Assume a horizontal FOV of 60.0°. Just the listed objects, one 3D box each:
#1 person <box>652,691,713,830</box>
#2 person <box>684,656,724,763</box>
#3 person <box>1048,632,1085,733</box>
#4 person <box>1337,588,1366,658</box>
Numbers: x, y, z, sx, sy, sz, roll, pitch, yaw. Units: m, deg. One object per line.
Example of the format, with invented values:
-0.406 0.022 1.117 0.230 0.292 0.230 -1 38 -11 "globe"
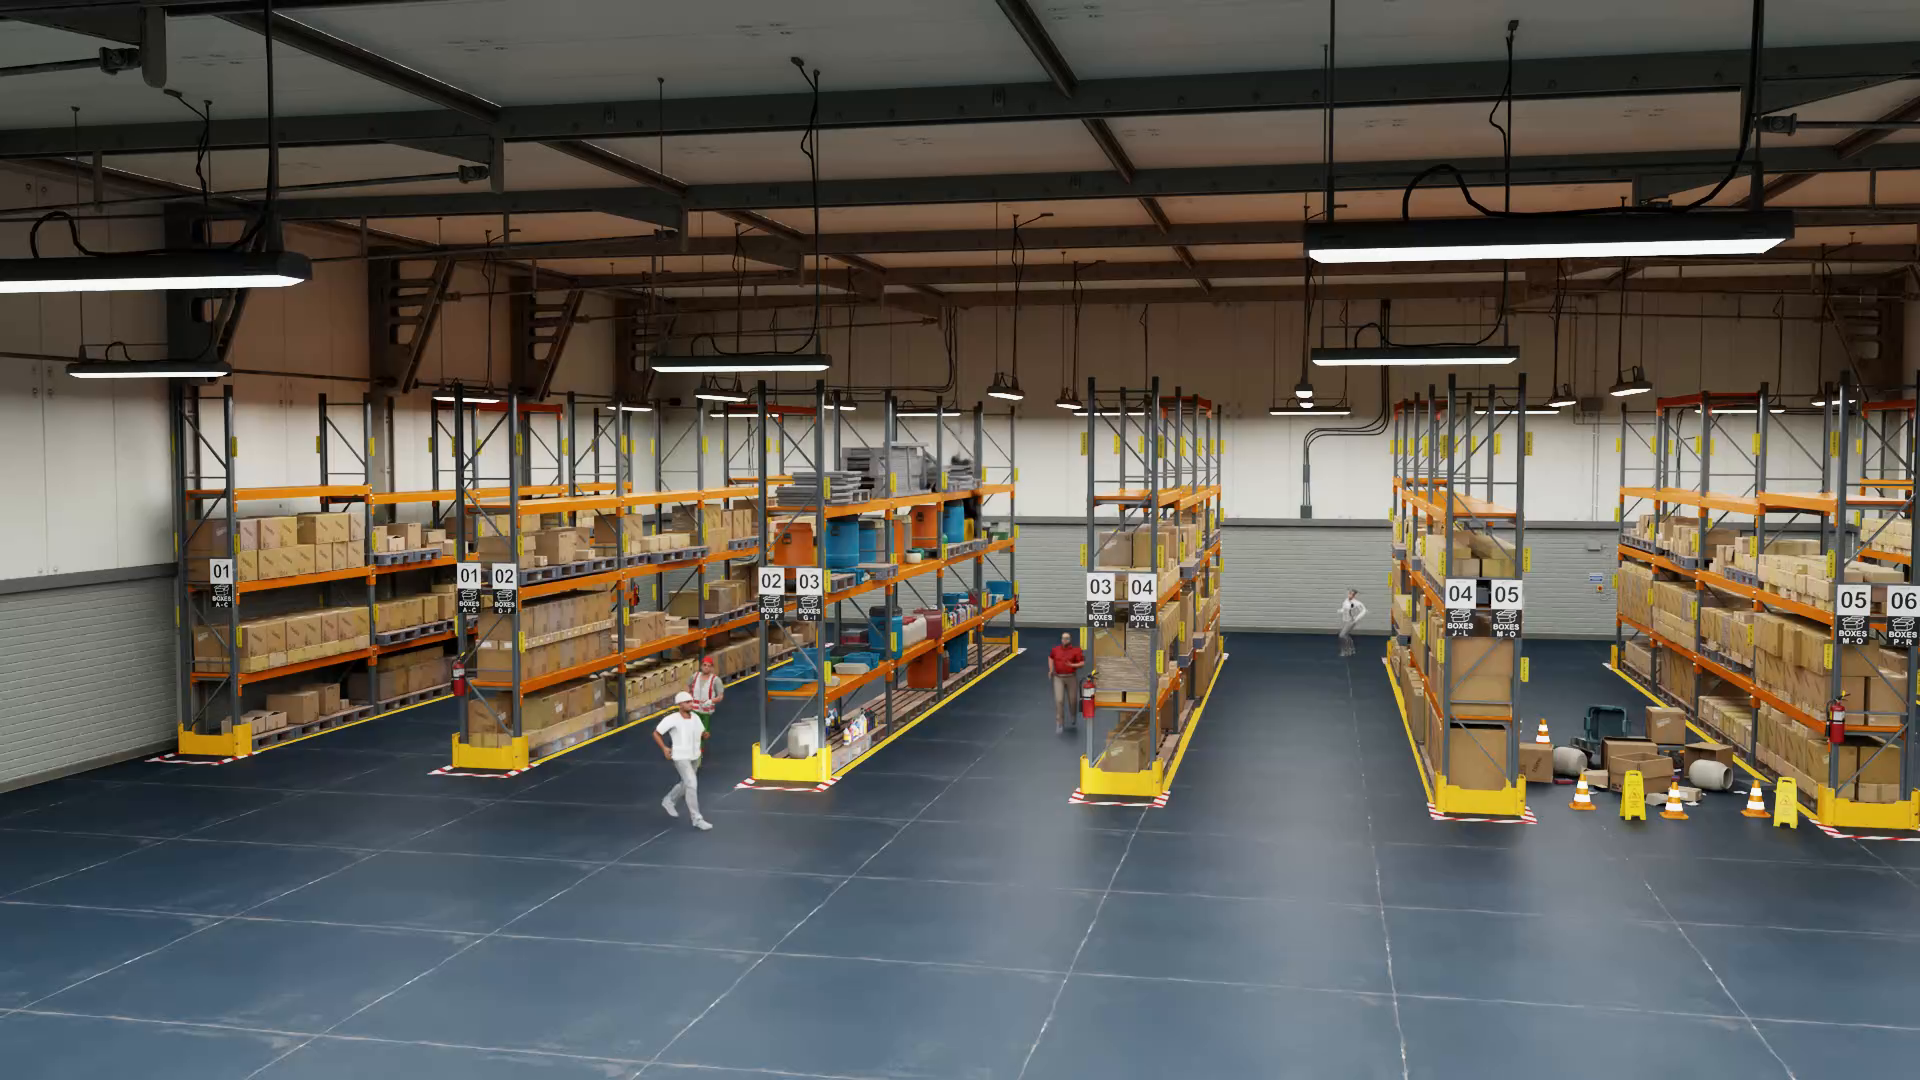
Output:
-3.605 2.866 21.869 0.989 1.754 0.700 2 4 33 "person"
-4.016 2.686 25.860 0.691 1.771 0.673 0 3 0 "person"
1.863 2.481 29.269 0.662 1.716 0.989 0 3 9 "person"
9.249 1.975 39.469 0.664 1.696 0.576 -1 3 -23 "person"
